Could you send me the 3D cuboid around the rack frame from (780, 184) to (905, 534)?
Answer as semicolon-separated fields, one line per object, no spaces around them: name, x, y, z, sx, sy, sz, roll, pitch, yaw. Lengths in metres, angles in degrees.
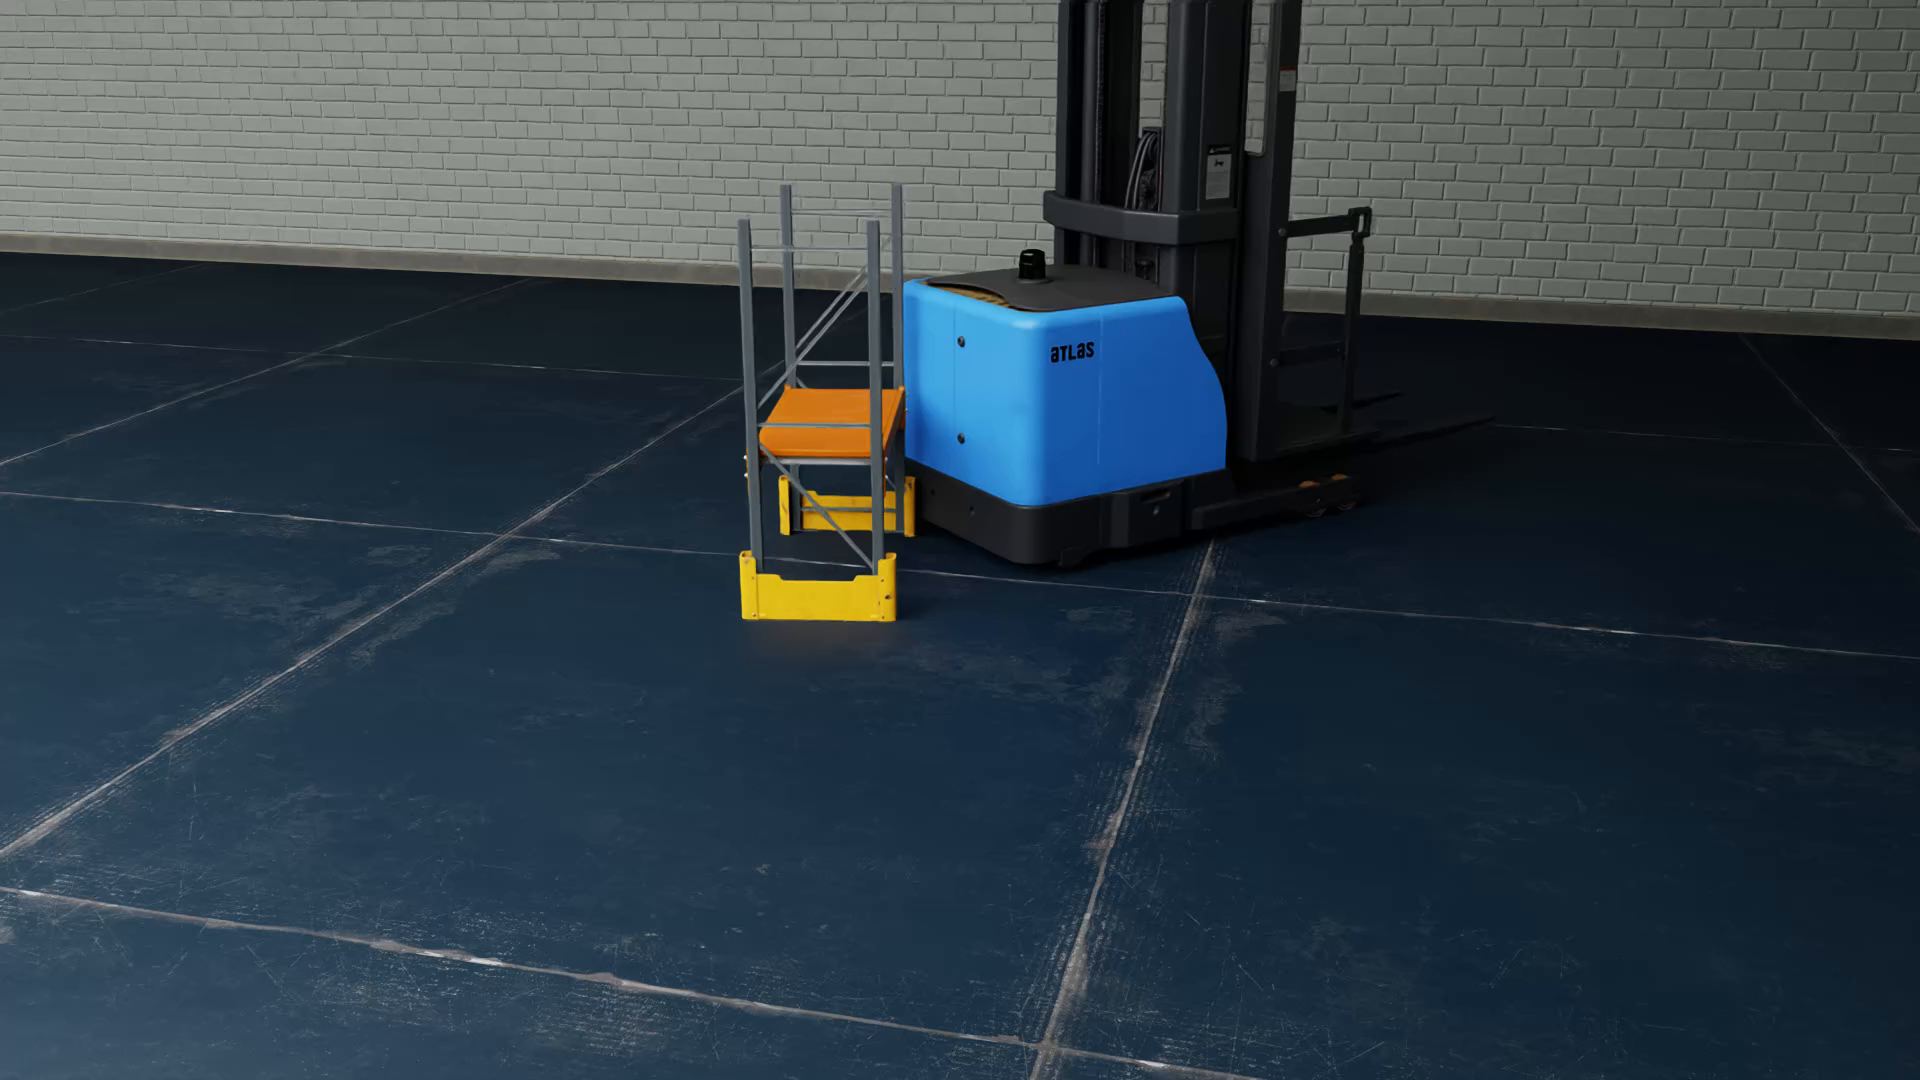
rack frame;-0.487;-0.744;7.046;0.500;1.500;0.032;1;19;2

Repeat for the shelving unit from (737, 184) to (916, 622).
shelving unit;-0.511;-0.577;6.557;0.587;1.500;1.083;1;19;2

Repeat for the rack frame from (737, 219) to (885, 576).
rack frame;-0.534;-0.416;6.085;0.500;1.500;0.032;1;19;2

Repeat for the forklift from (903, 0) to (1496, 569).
forklift;1.233;-1.617;7.386;3.031;2.935;1.130;-12;22;-31

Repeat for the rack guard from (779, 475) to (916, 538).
rack guard;-0.488;-0.147;7.230;0.587;0.250;0.087;1;19;2

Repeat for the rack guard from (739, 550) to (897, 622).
rack guard;-0.534;0.175;6.289;0.587;0.250;0.087;1;19;2

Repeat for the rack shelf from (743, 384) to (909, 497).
rack shelf;-0.510;-0.410;6.624;0.538;0.185;1.000;1;19;2
